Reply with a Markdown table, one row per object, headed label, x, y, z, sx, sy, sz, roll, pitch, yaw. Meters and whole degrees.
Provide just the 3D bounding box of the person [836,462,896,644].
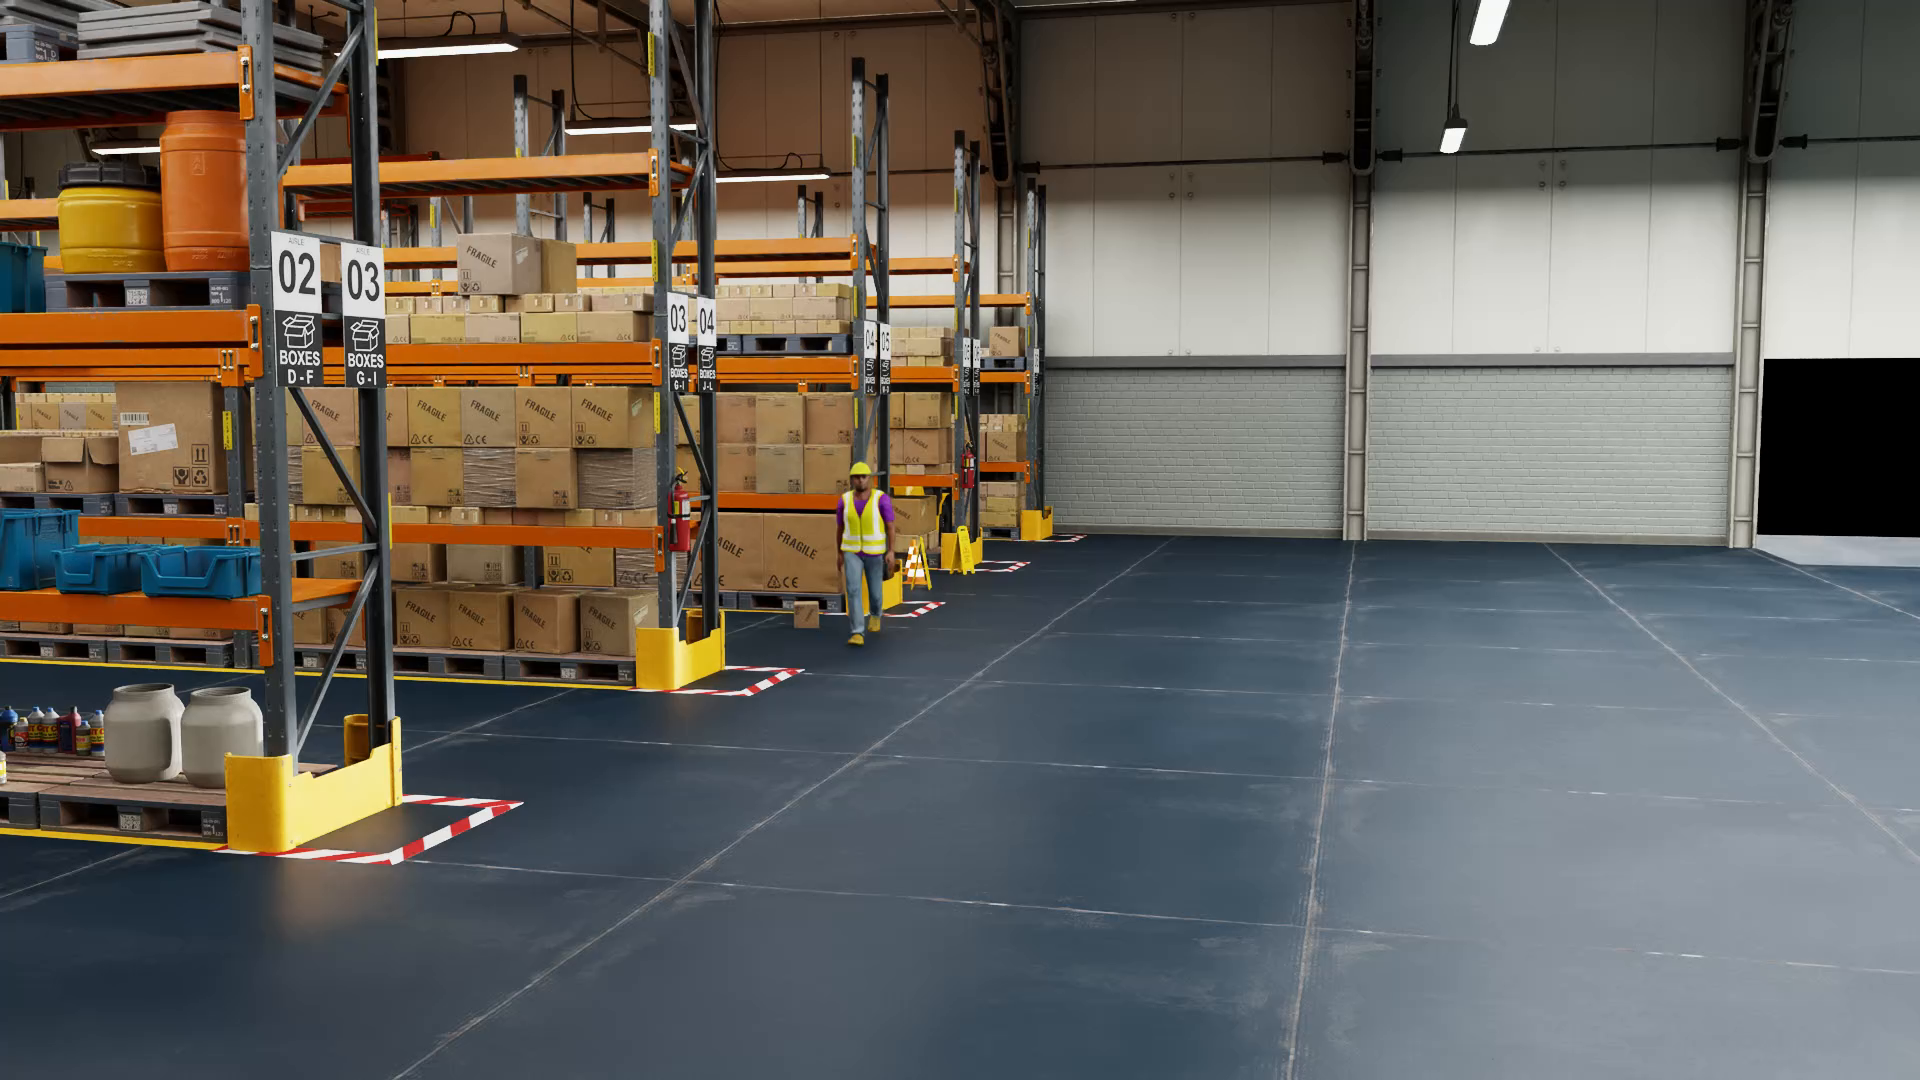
| label | x | y | z | sx | sy | sz | roll | pitch | yaw |
| --- | --- | --- | --- | --- | --- | --- | --- | --- | --- |
| person | -0.903 | 0.116 | 15.999 | 0.584 | 1.738 | 0.937 | 0 | 5 | 3 |
